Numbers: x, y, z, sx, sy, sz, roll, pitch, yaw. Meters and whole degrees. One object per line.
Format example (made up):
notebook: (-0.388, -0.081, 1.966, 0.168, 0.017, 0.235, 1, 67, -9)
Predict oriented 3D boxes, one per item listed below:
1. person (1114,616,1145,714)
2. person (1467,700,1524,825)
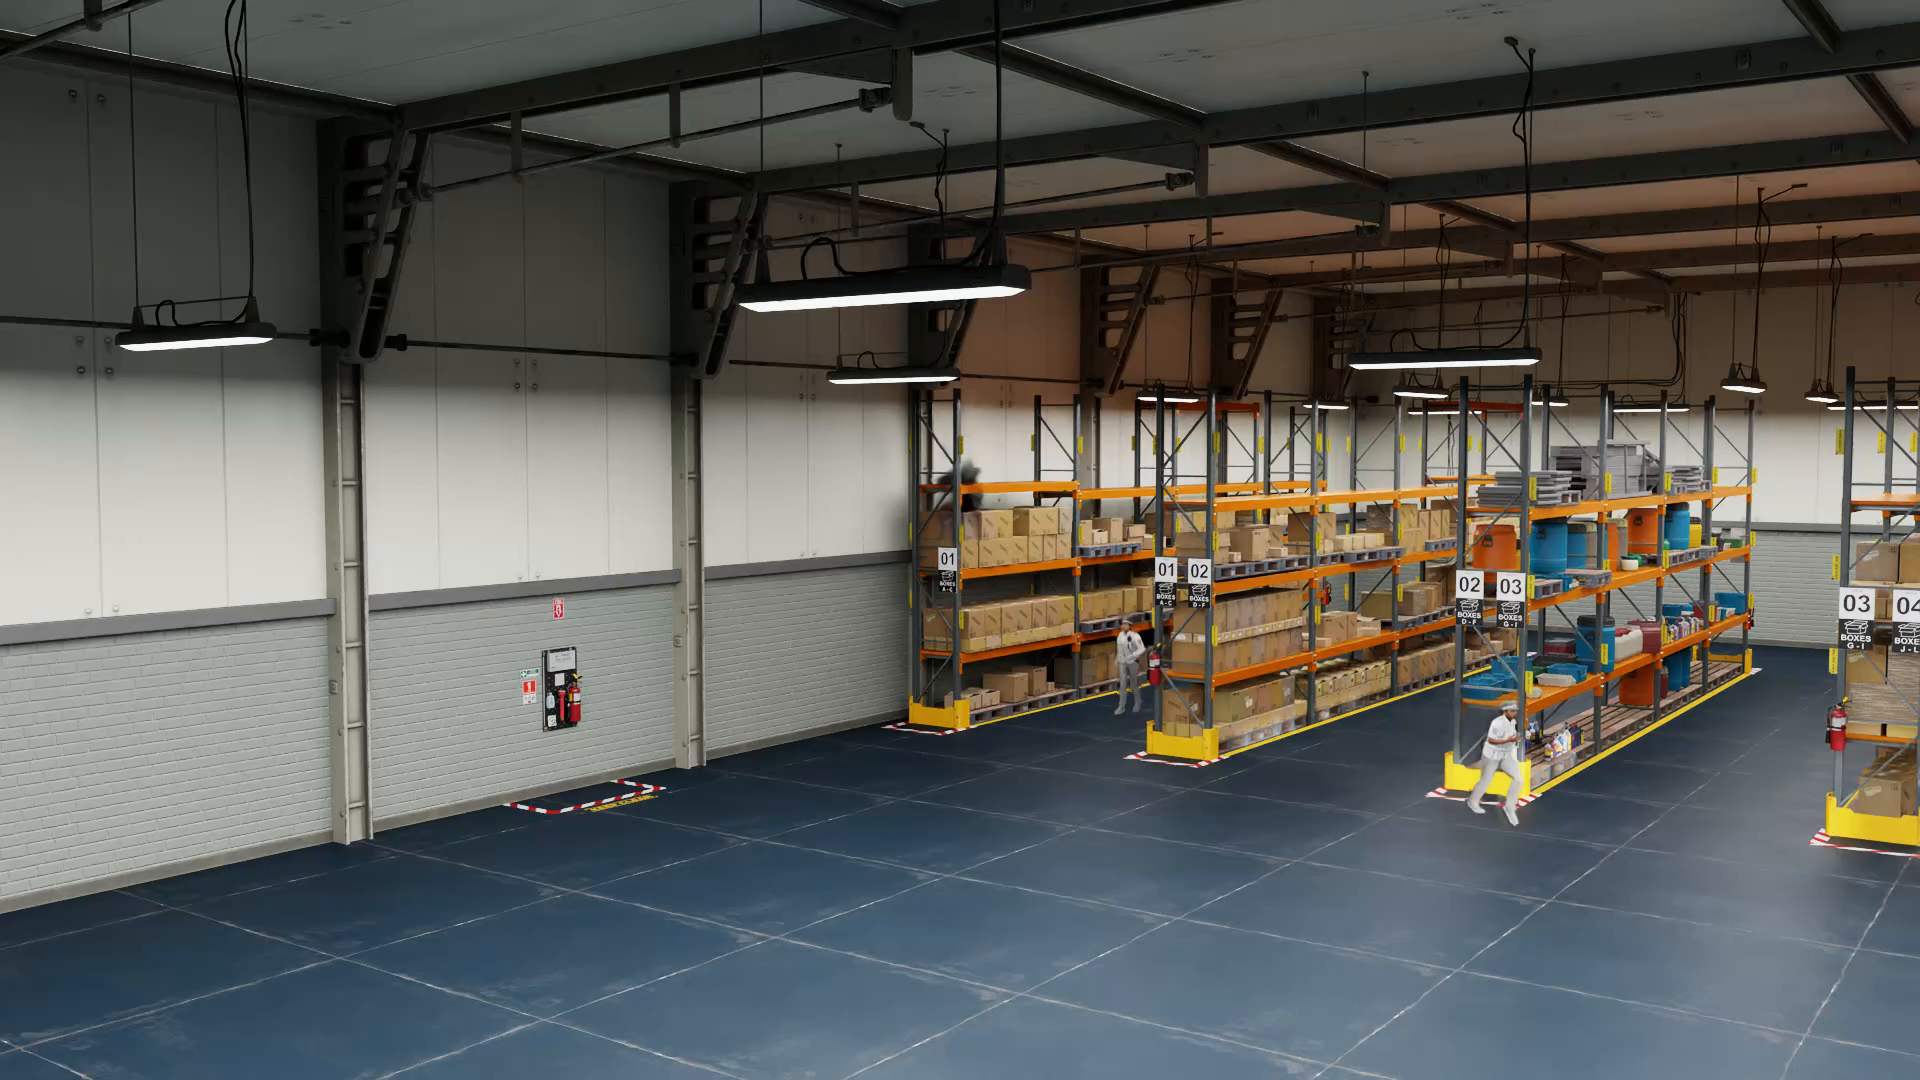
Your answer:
person: (2.970, 2.194, 29.161, 0.610, 1.724, 0.792, 2, 4, 35)
person: (7.133, 2.921, 22.146, 0.571, 1.683, 0.915, -2, 4, -26)
